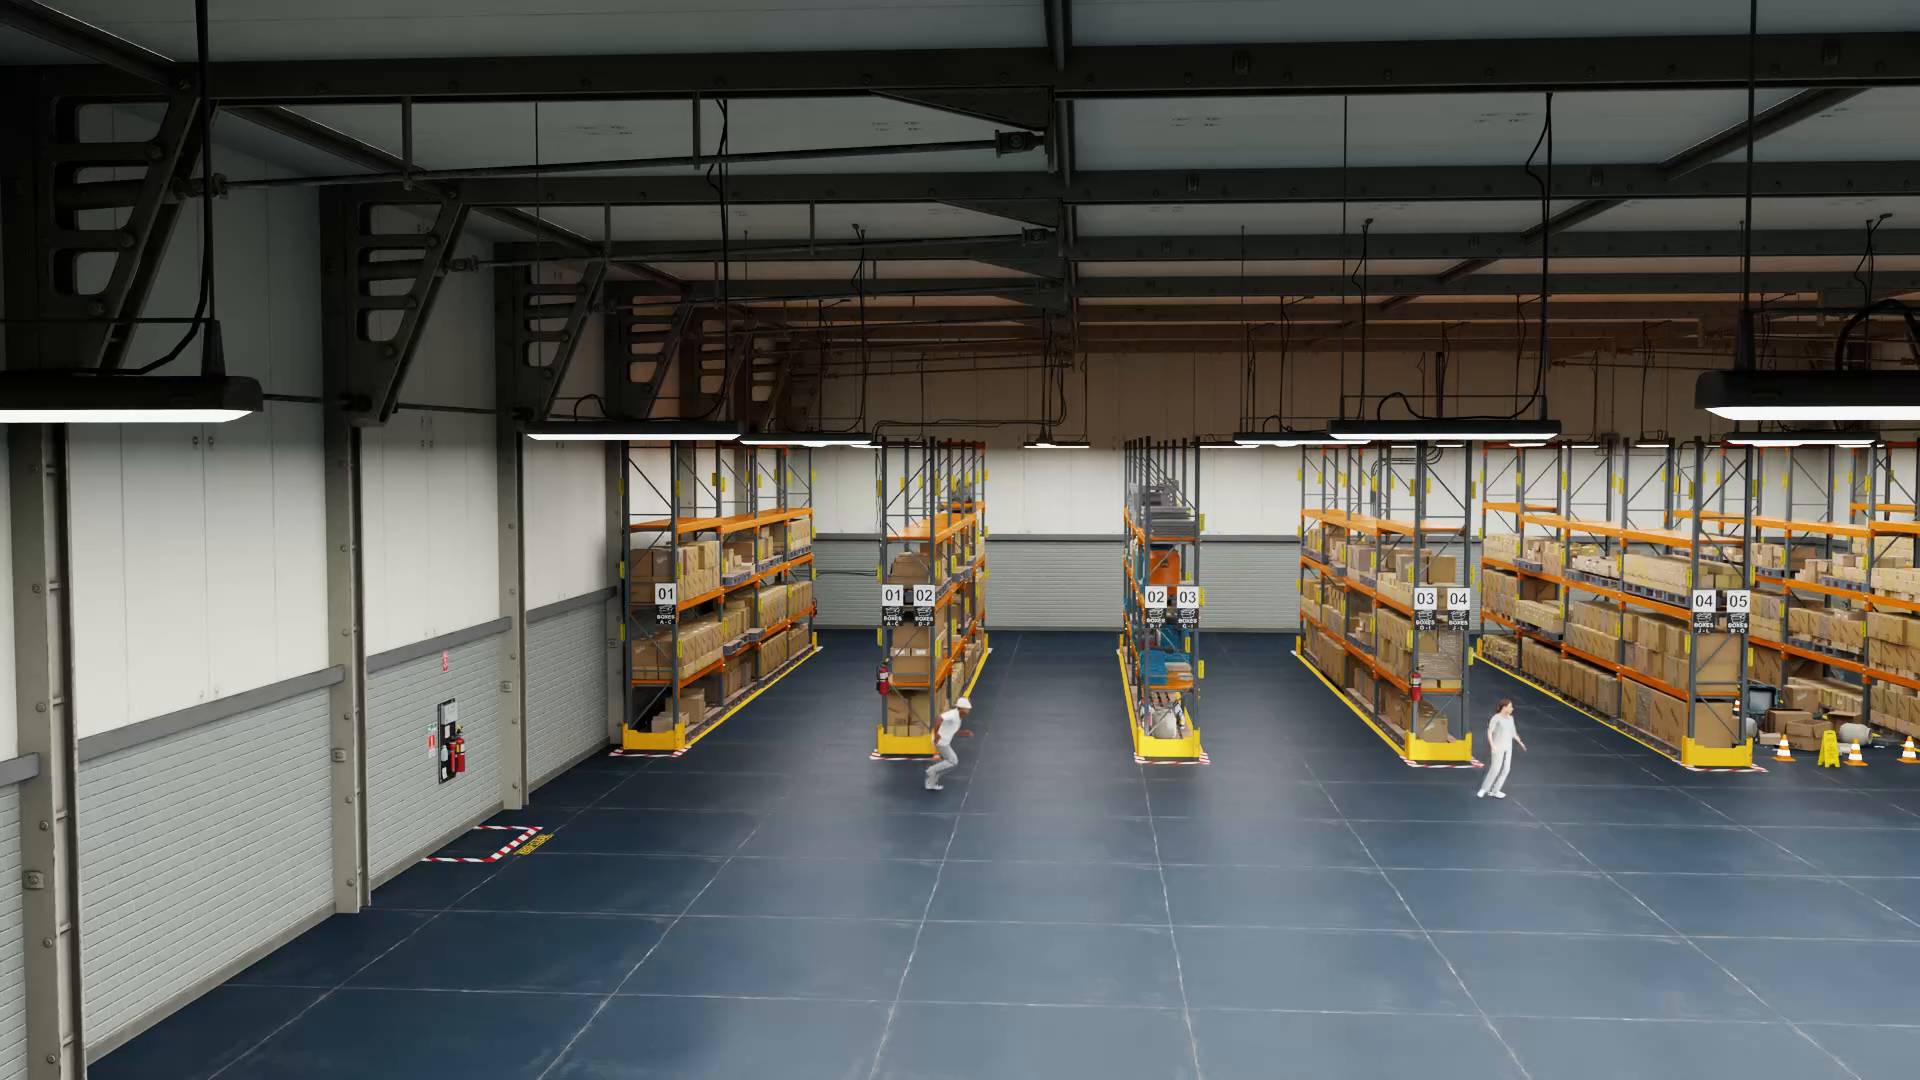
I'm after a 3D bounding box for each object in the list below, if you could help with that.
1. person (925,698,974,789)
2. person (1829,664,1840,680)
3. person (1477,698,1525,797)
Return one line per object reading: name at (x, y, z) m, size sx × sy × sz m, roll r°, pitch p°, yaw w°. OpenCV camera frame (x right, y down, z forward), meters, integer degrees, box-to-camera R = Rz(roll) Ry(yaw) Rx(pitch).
person at (-0.197, 3.437, 27.957) m, size 0.827 × 1.574 × 0.735 m, roll 1°, pitch 3°, yaw 12°
person at (21.147, 2.754, 40.359) m, size 0.621 × 1.609 × 0.732 m, roll -1°, pitch 3°, yaw -13°
person at (8.888, 3.436, 27.371) m, size 0.711 × 1.643 × 0.547 m, roll -2°, pitch 3°, yaw -29°
